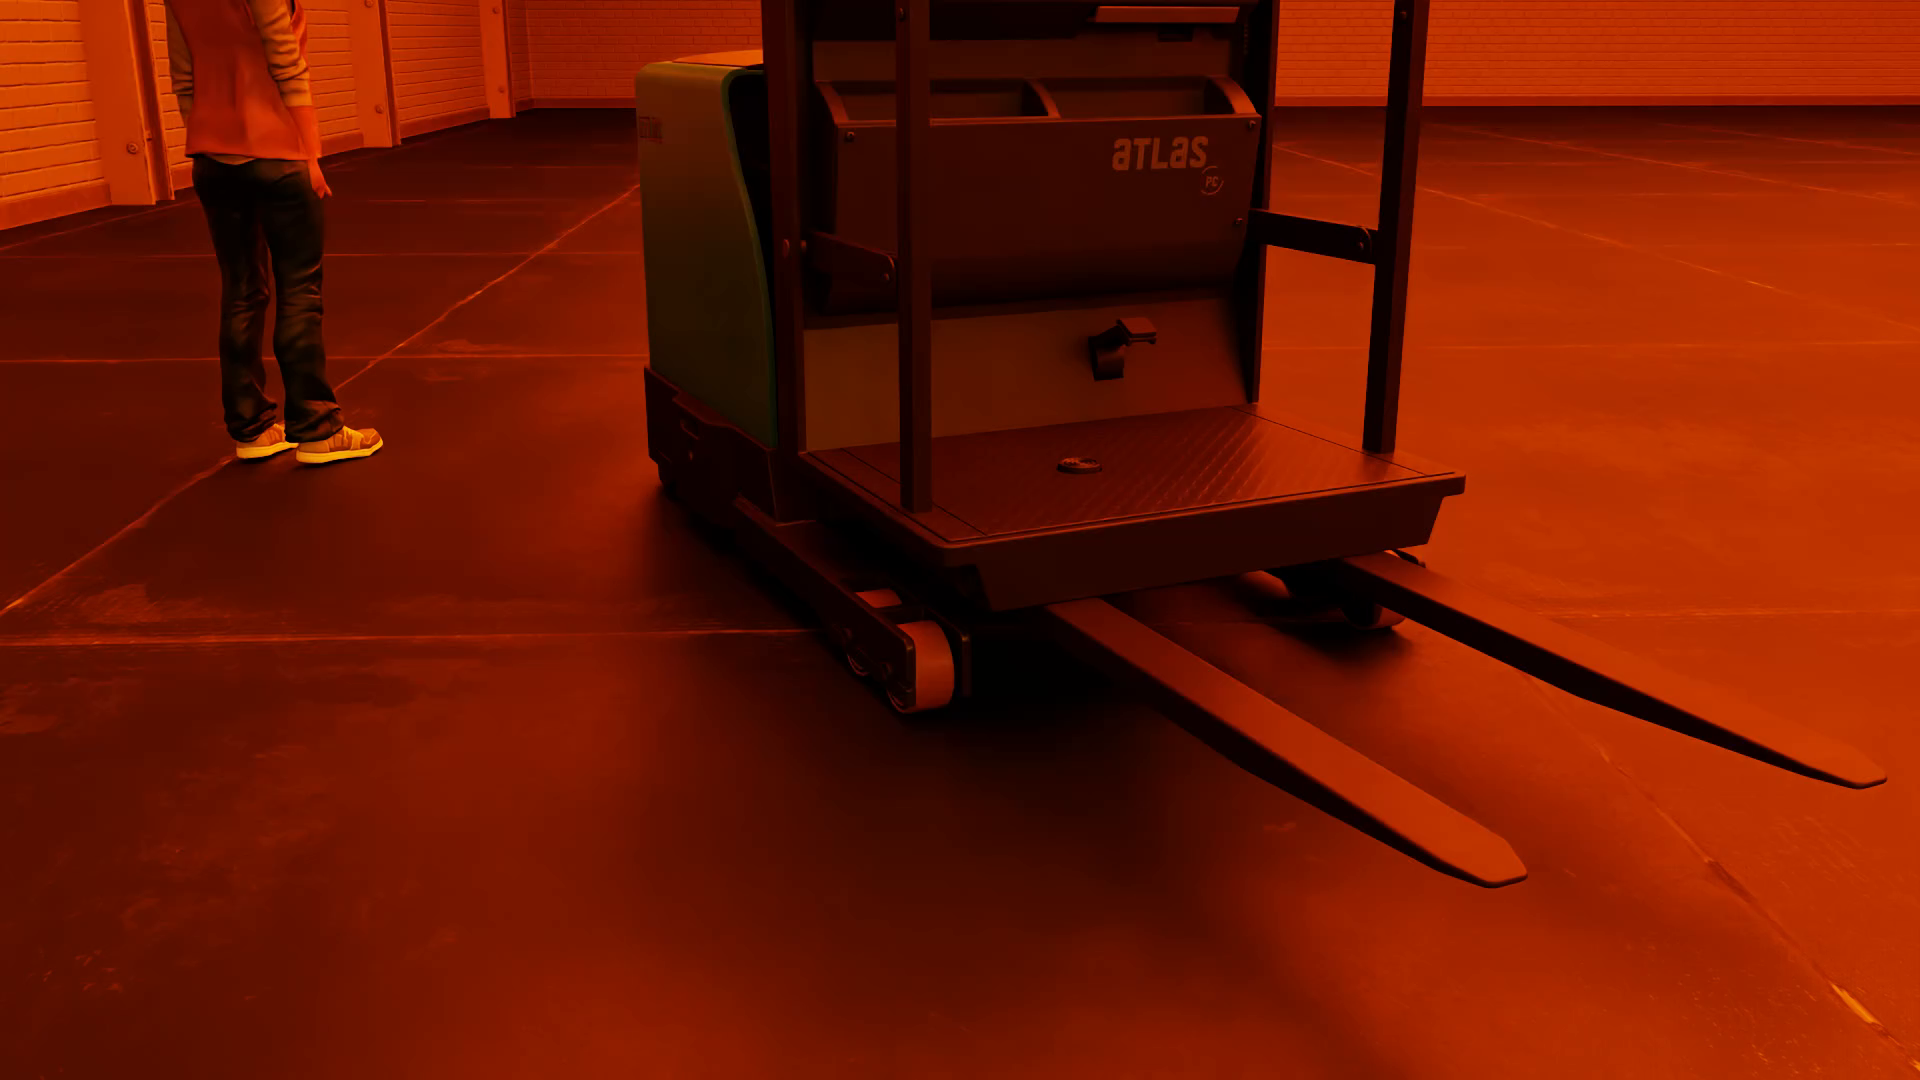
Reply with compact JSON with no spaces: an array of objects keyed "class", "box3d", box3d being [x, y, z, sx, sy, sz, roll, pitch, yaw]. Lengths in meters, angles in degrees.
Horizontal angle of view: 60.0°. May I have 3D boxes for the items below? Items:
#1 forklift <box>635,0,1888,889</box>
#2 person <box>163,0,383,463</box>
[{"class":"forklift","box3d":[0.258,-1.240,2.962,1.130,2.935,3.031,-8,19,-24]},{"class":"person","box3d":[-1.875,-0.997,4.447,0.403,1.601,0.323,5,18,17]}]
